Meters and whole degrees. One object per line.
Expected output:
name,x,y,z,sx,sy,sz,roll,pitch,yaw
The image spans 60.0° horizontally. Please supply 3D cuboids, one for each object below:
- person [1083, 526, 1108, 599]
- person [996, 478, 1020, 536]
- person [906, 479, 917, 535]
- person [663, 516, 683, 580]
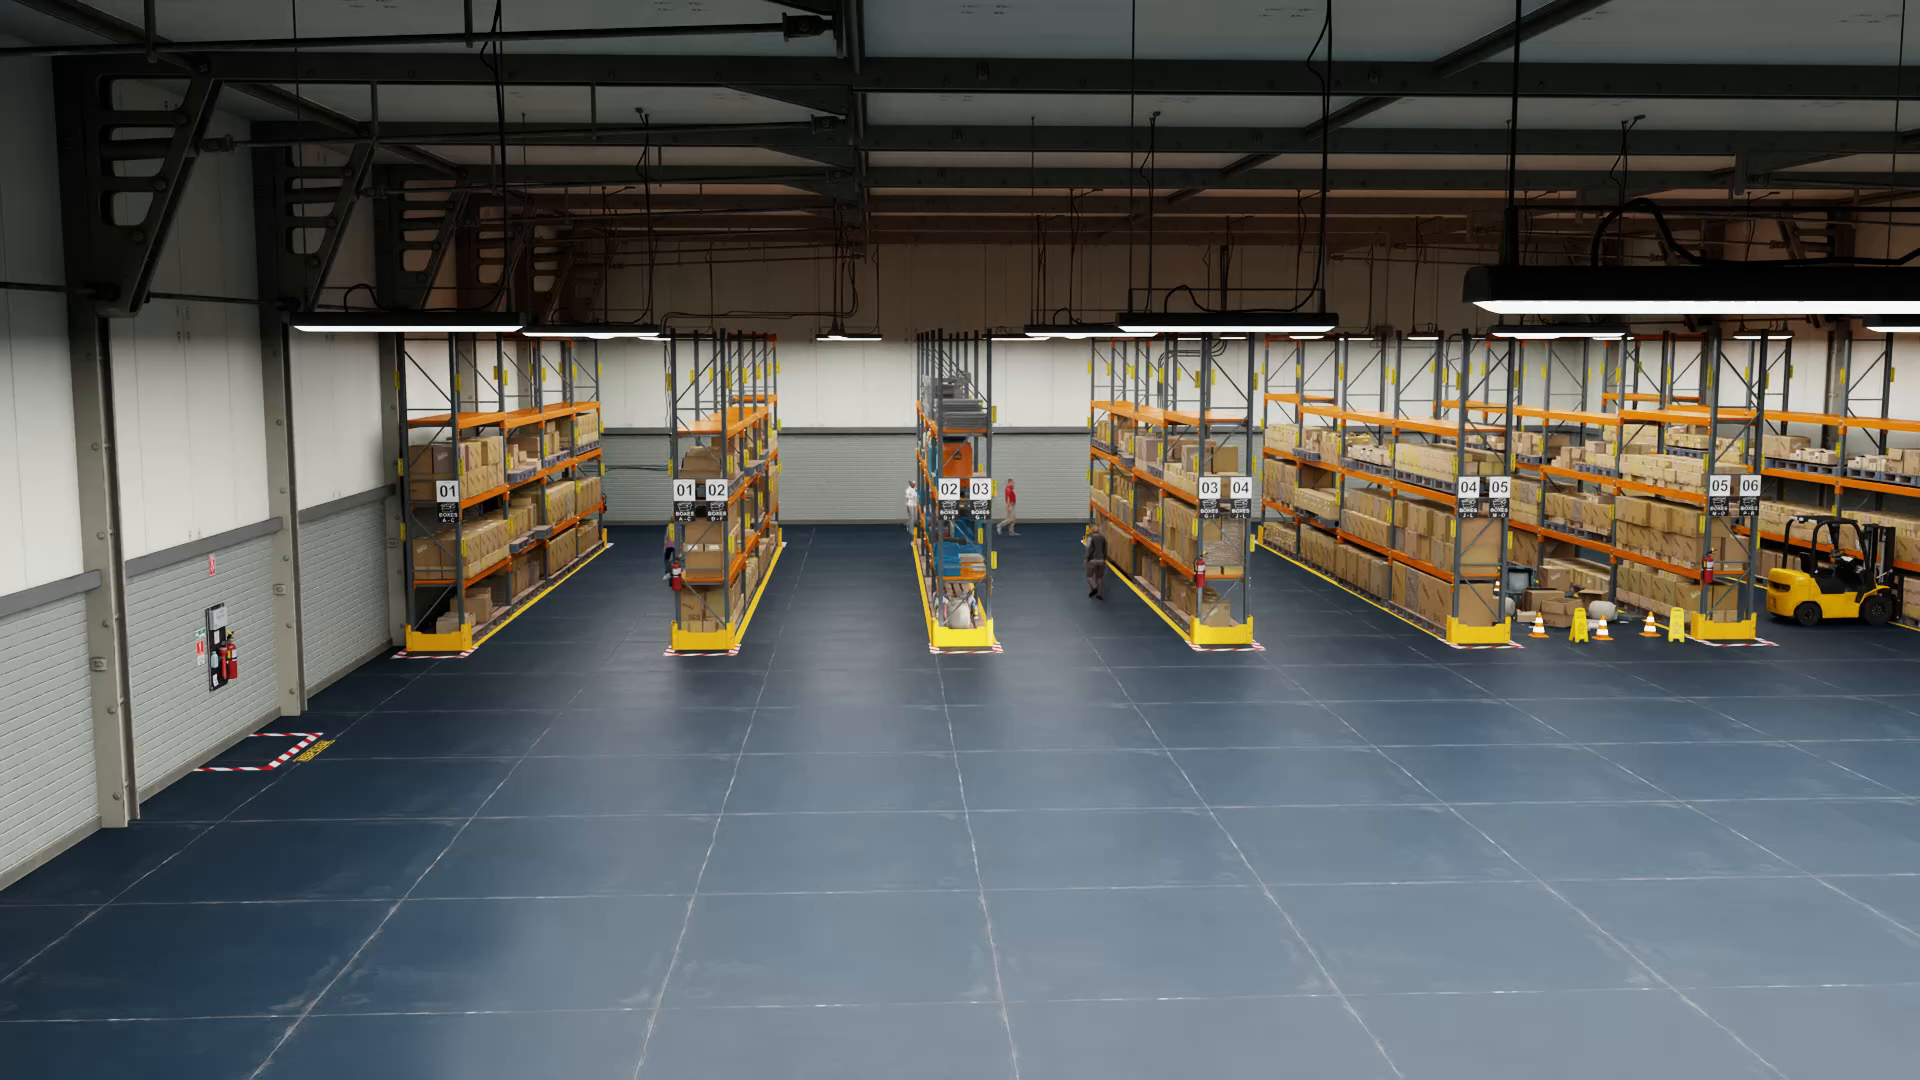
person,3.082,0.497,37.616,0.598,1.611,0.752,-1,7,-10
person,1.430,-0.978,49.536,0.675,1.715,0.585,1,7,7
person,-1.456,-1.011,49.955,0.539,1.669,0.454,6,9,40
person,-6.938,0.192,40.175,0.484,1.598,0.367,-1,7,-11
